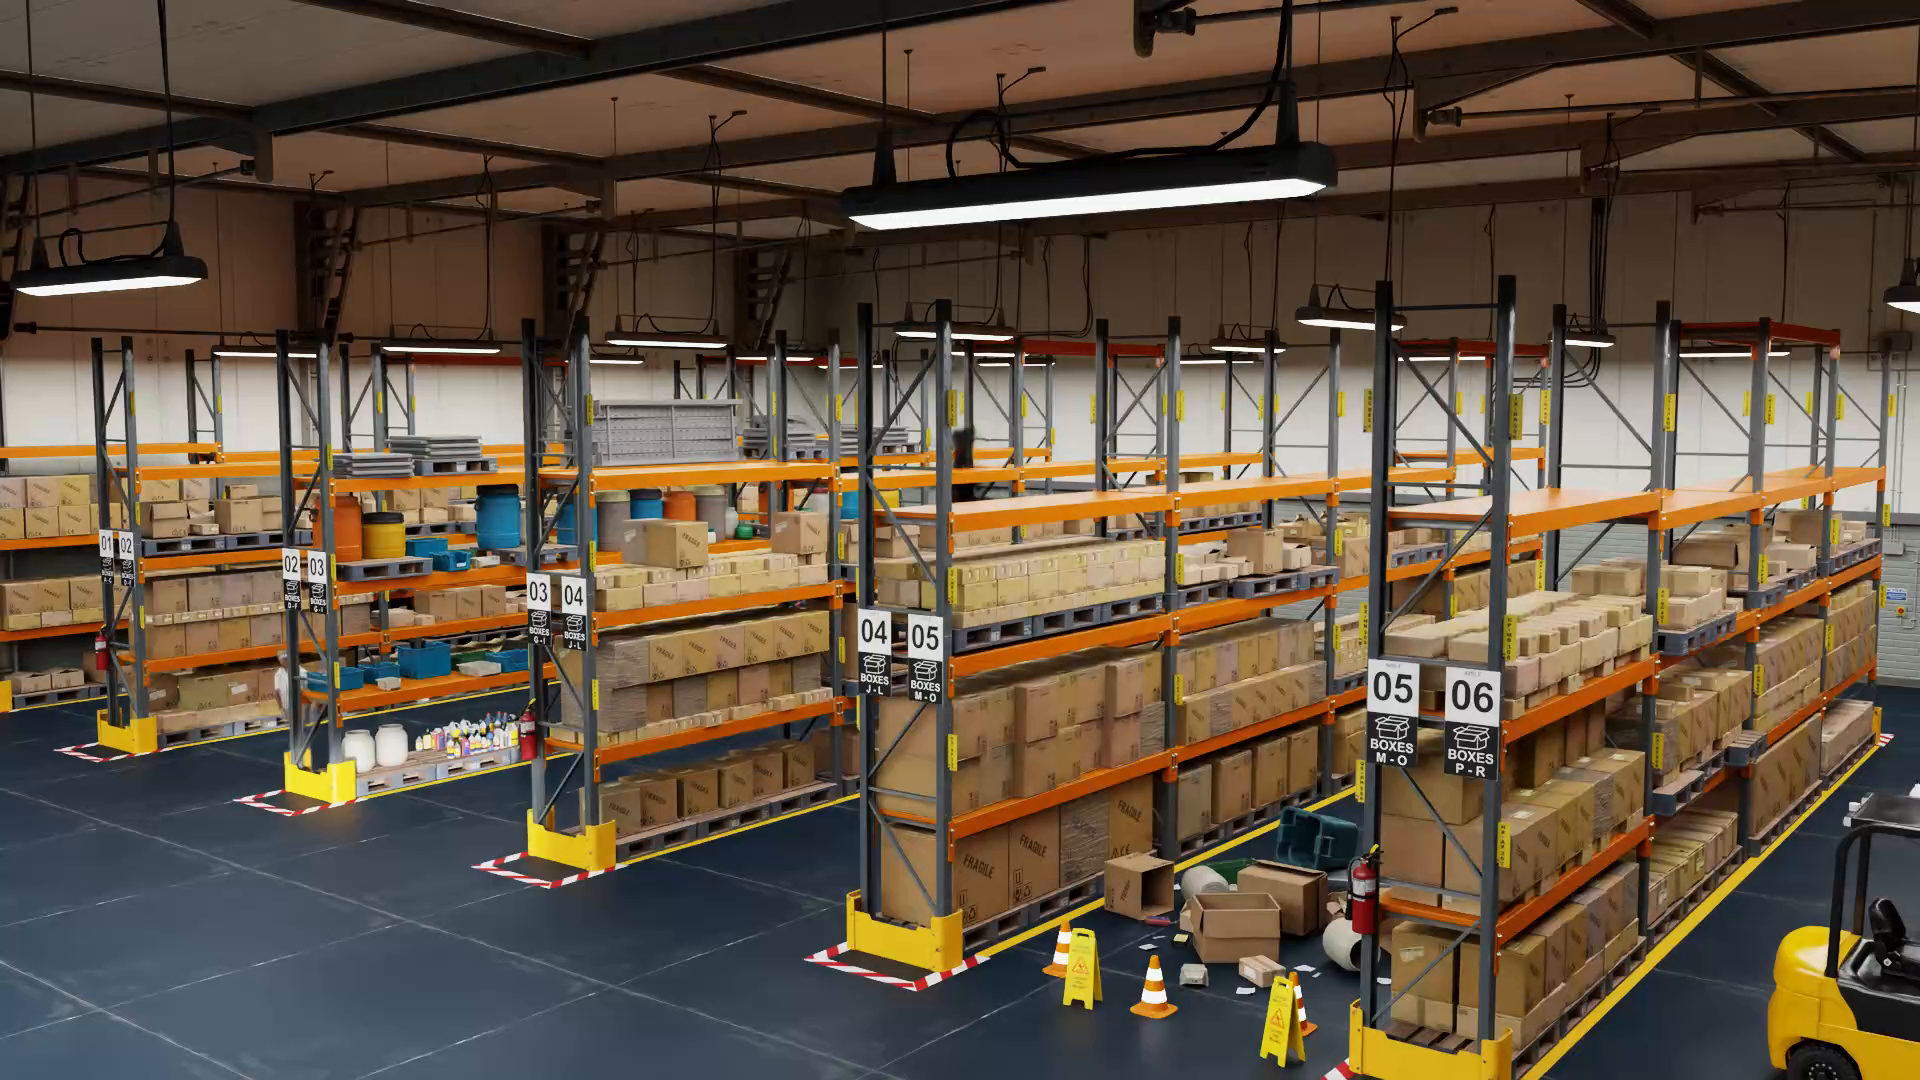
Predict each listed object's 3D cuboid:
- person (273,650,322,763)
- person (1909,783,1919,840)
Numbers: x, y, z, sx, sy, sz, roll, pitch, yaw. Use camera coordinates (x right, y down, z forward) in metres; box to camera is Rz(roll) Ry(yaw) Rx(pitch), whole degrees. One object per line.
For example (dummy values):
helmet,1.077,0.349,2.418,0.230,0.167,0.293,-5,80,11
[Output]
person,-9.172,2.338,22.969,0.559,1.696,0.789,0,5,3
person,9.456,2.895,15.994,0.699,1.747,0.931,3,6,31
